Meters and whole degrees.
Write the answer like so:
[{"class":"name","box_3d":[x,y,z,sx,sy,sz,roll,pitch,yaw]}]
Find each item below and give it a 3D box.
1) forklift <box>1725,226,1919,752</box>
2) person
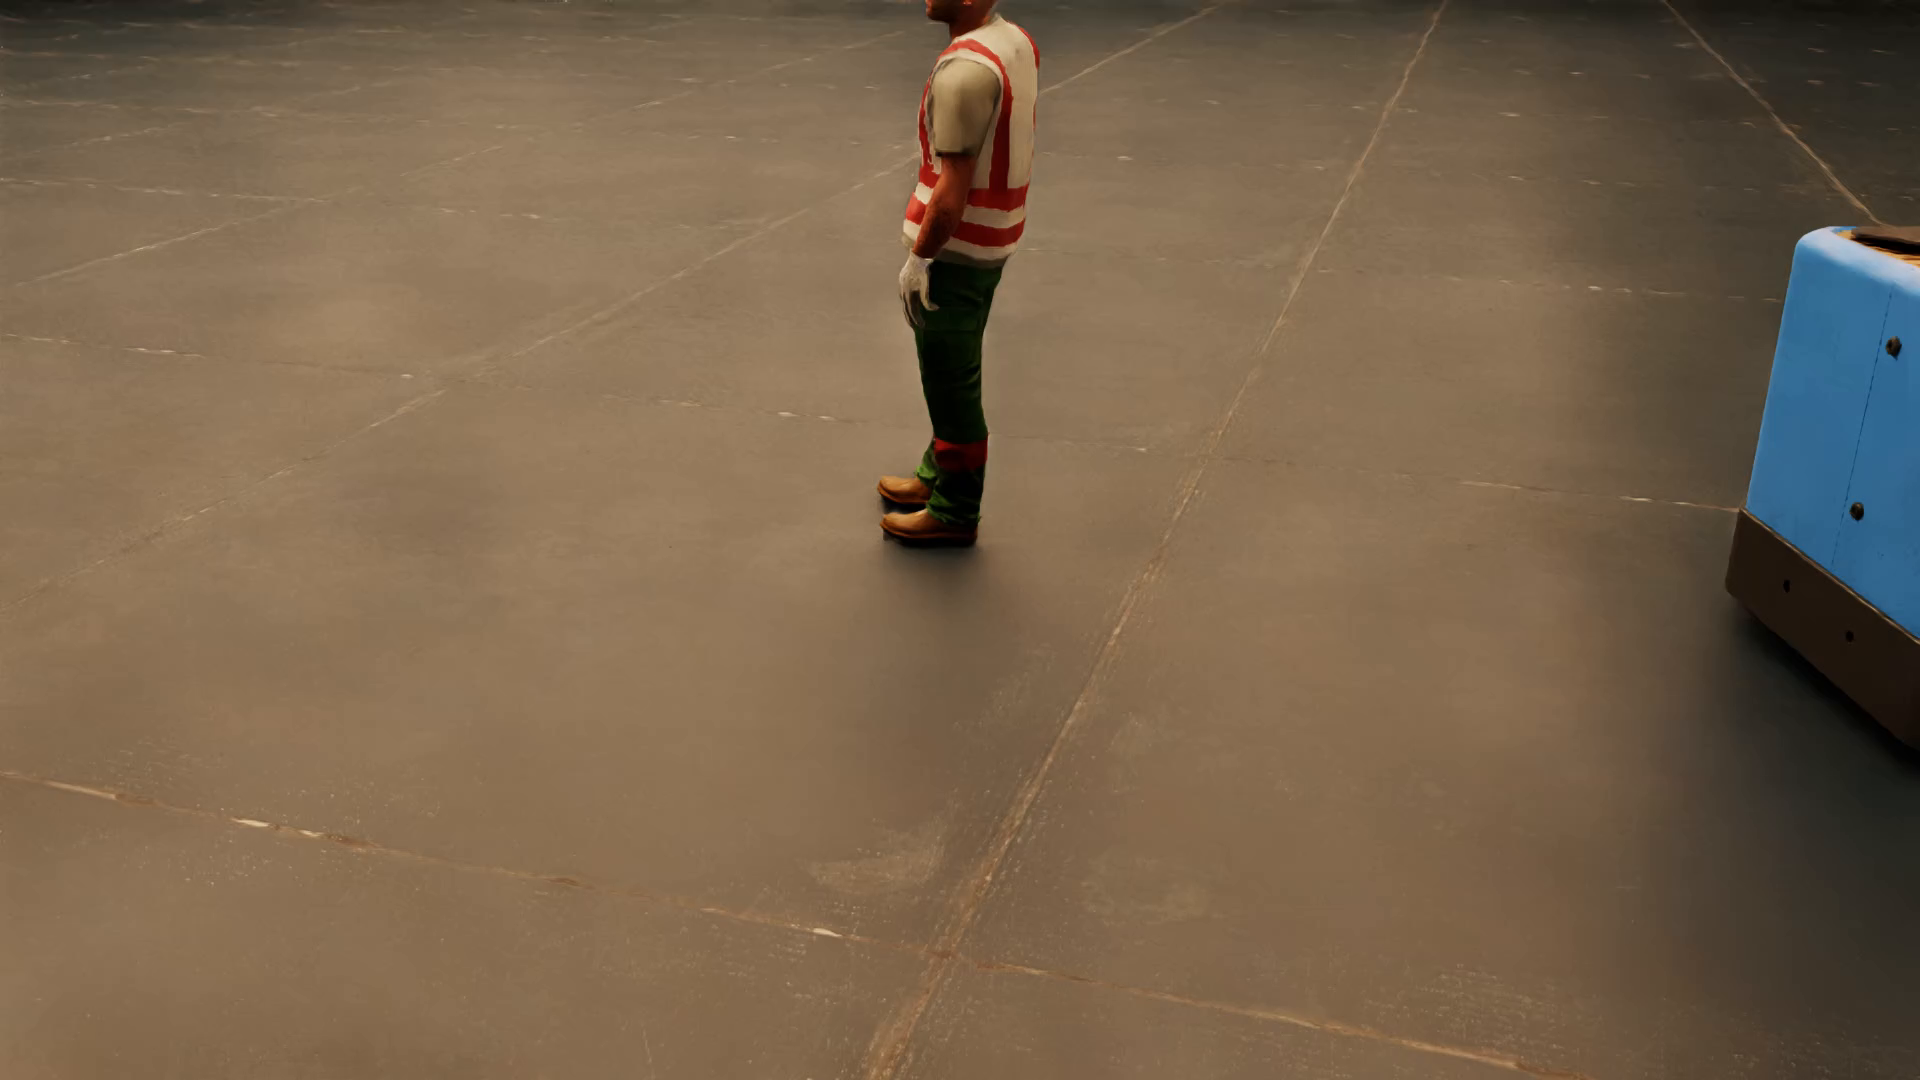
[{"class":"forklift","box_3d":[3.650,-1.011,3.729,3.031,2.935,1.130,-1,22,-2]},{"class":"person","box_3d":[-0.073,-0.847,4.808,0.563,1.787,0.637,7,23,16]}]
